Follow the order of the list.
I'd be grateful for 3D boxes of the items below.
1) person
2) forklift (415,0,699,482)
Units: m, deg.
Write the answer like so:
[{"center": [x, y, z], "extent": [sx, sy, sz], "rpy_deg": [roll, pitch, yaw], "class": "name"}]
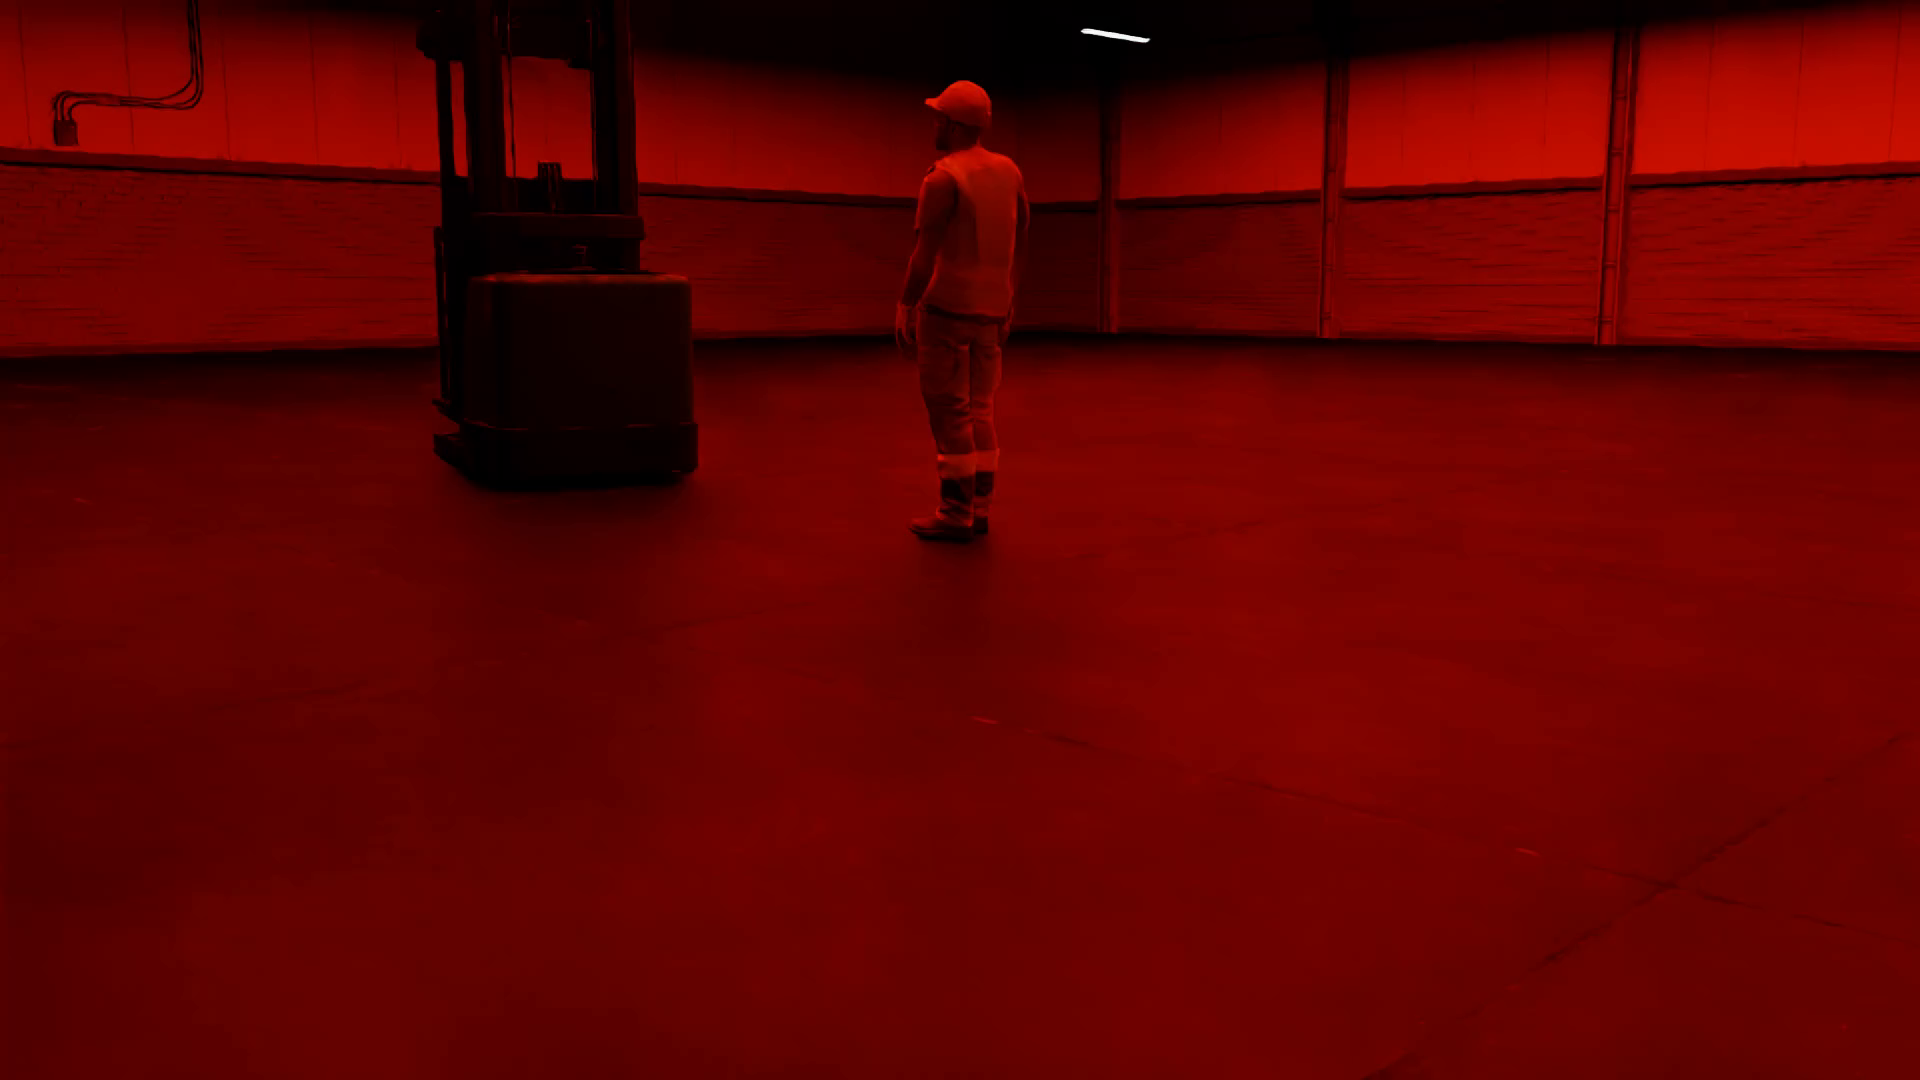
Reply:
[{"center": [-0.050, -0.901, 6.646], "extent": [0.563, 1.787, 0.637], "rpy_deg": [8, 12, 43], "class": "person"}, {"center": [-2.483, -1.924, 9.649], "extent": [1.130, 2.935, 3.031], "rpy_deg": [-4, 10, -26], "class": "forklift"}]
